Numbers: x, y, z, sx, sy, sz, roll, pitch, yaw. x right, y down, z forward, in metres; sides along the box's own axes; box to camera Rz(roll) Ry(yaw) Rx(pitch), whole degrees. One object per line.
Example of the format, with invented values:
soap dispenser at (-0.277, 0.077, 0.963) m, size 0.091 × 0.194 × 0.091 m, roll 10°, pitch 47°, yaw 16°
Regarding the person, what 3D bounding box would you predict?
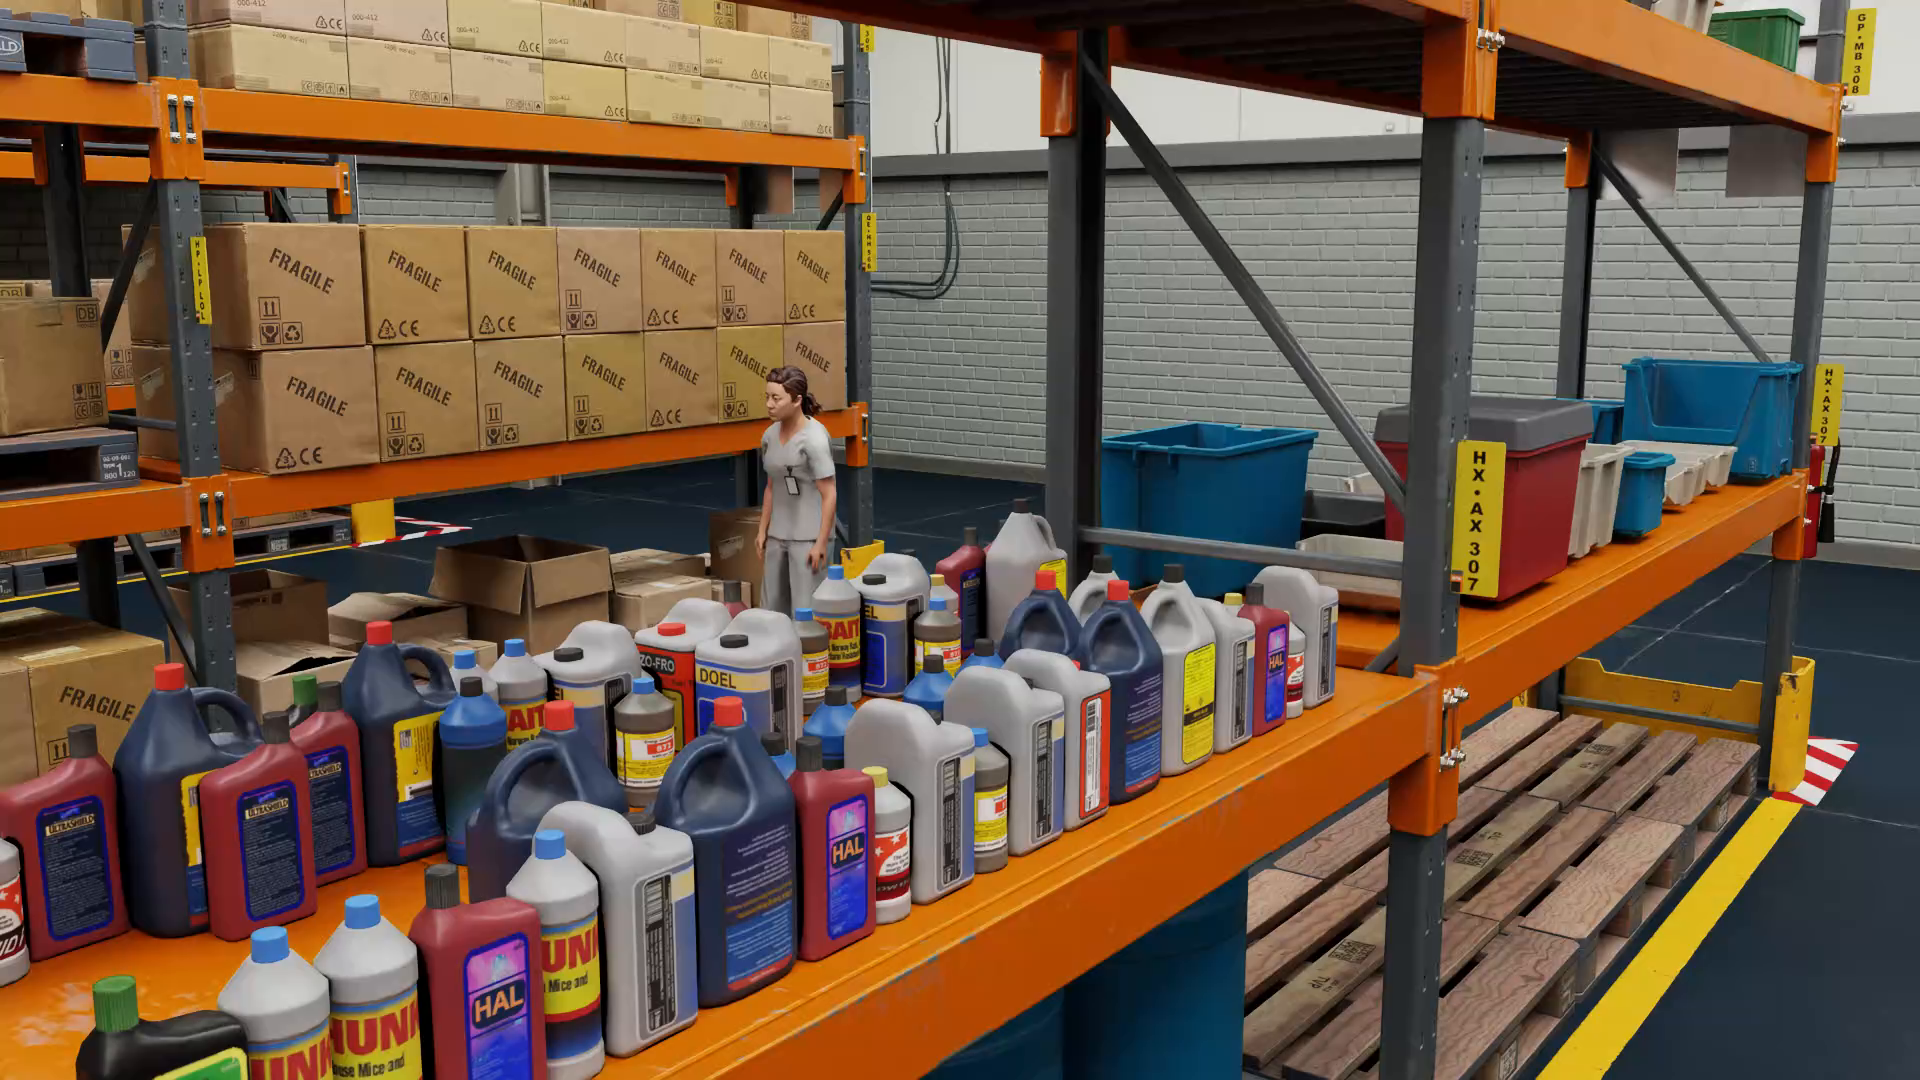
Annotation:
person at (-0.777, 0.012, 7.830) m, size 0.485 × 1.673 × 0.359 m, roll 10°, pitch 14°, yaw 44°
